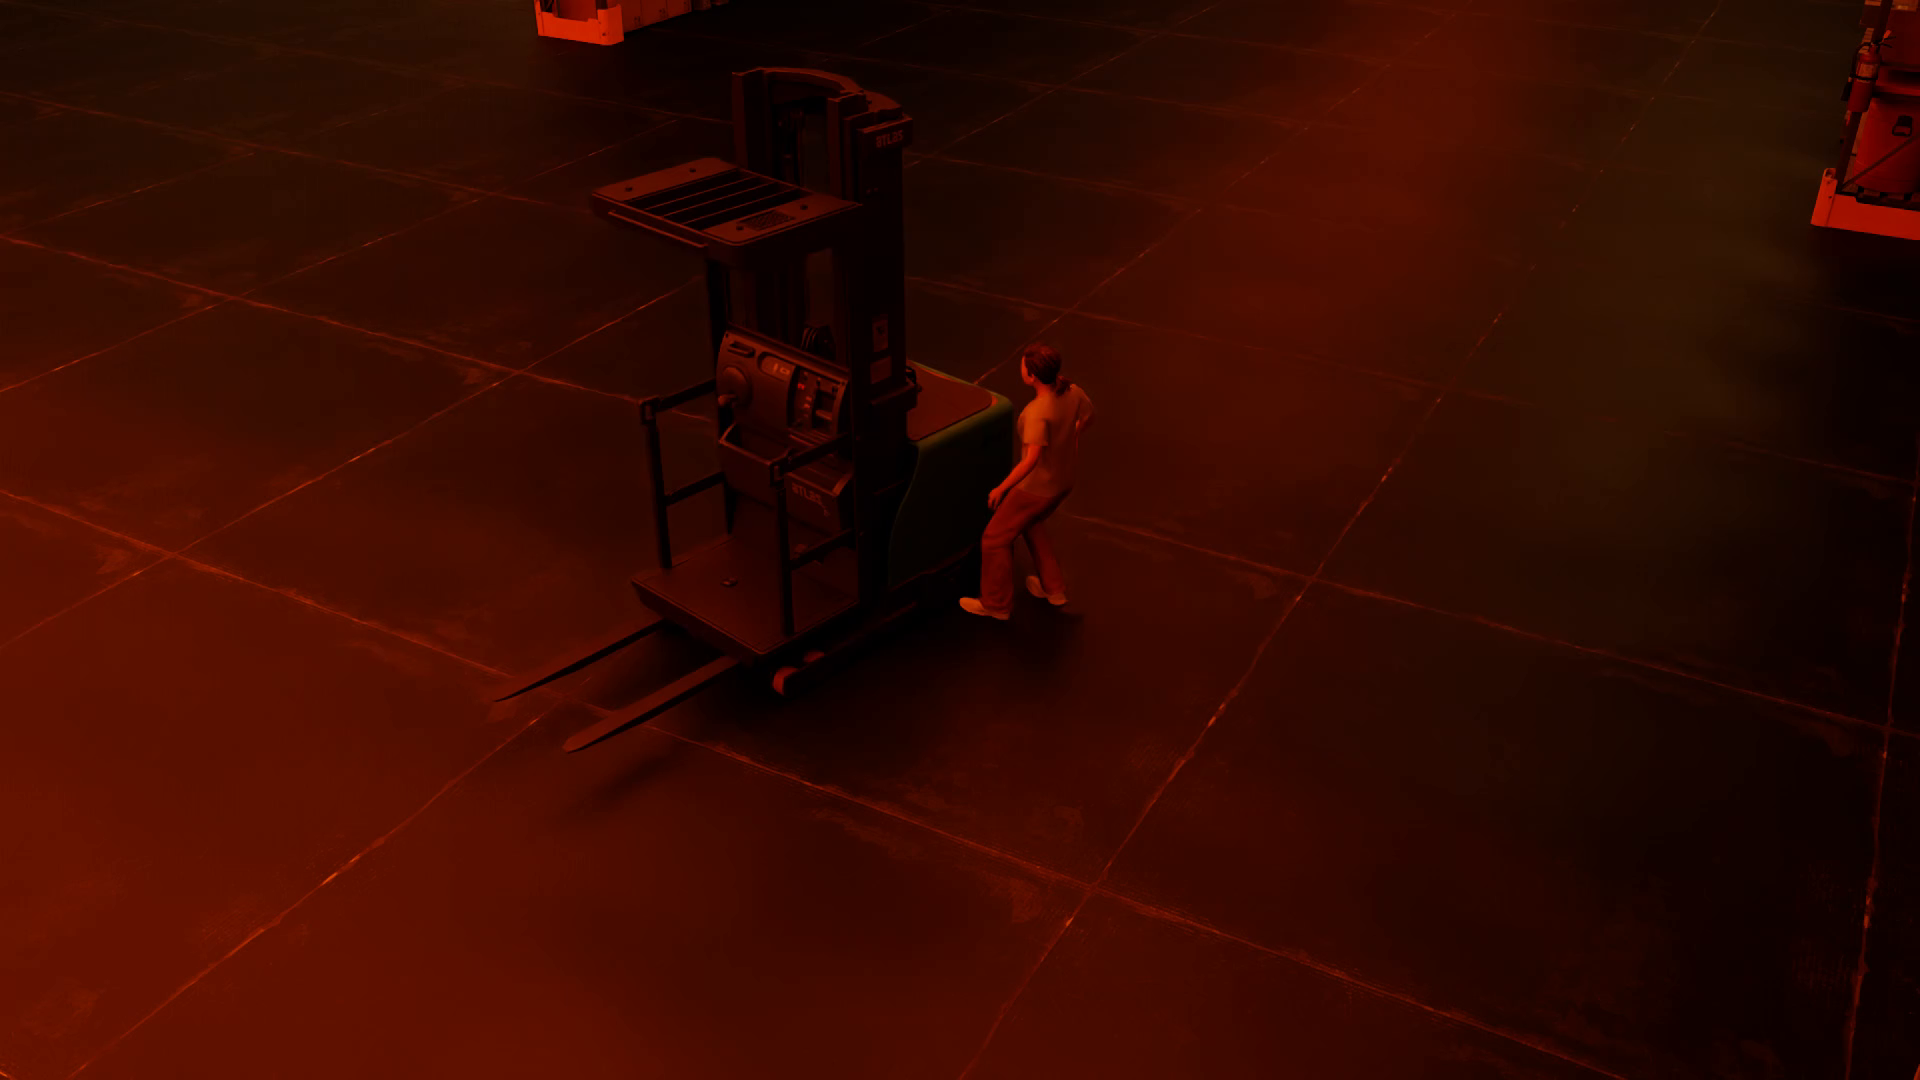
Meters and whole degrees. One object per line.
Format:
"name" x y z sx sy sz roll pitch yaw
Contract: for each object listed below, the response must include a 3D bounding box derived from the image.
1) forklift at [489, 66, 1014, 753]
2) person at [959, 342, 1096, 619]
"forklift" -1.058 -0.744 8.360 1.130 2.935 3.031 25 38 36
"person" 0.357 -0.333 8.986 0.539 1.626 0.799 21 36 32
